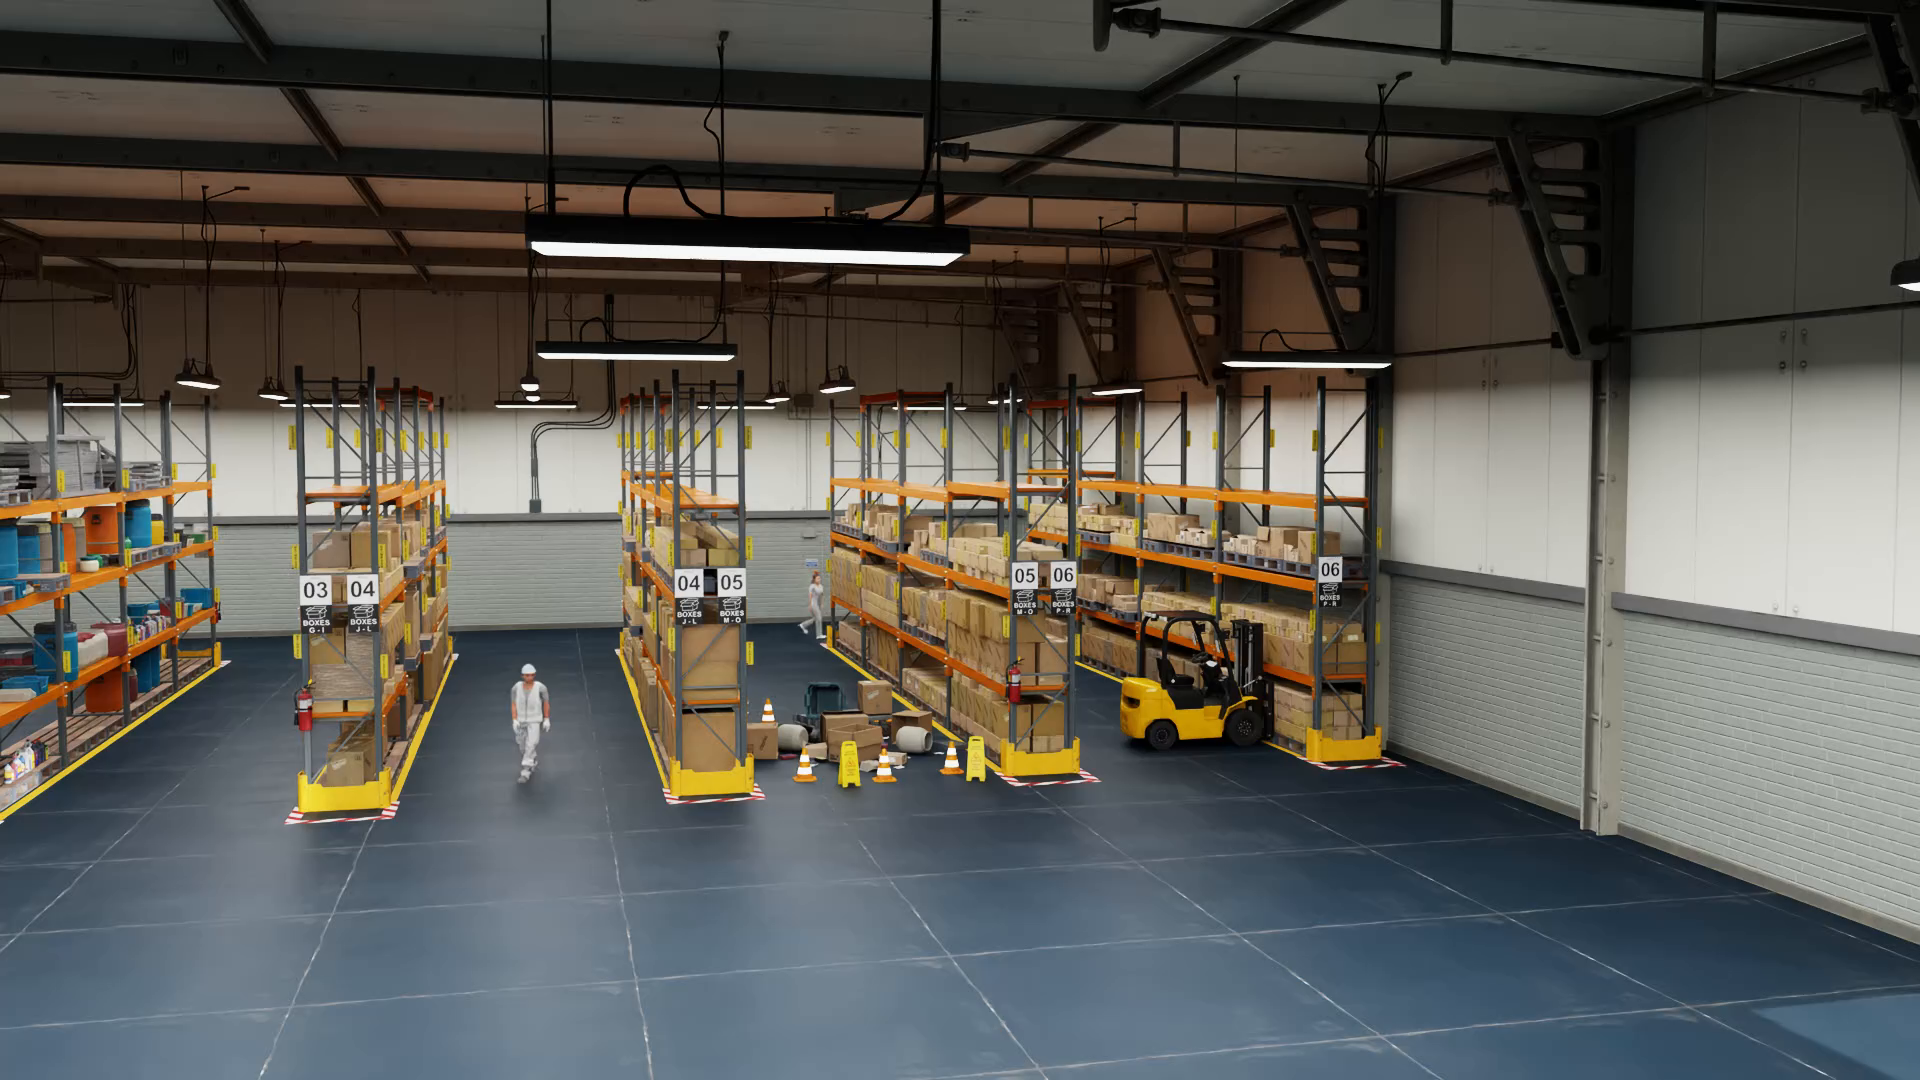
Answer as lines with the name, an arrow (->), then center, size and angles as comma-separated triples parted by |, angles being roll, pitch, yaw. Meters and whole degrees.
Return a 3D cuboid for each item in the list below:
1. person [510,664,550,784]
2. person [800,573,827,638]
person -> -6.355, 2.678, 24.462 | 0.525, 1.716, 1.091 | 0, 3, 2
person -> -3.712, 1.660, 42.154 | 0.853, 1.639, 0.442 | 2, 4, 25
